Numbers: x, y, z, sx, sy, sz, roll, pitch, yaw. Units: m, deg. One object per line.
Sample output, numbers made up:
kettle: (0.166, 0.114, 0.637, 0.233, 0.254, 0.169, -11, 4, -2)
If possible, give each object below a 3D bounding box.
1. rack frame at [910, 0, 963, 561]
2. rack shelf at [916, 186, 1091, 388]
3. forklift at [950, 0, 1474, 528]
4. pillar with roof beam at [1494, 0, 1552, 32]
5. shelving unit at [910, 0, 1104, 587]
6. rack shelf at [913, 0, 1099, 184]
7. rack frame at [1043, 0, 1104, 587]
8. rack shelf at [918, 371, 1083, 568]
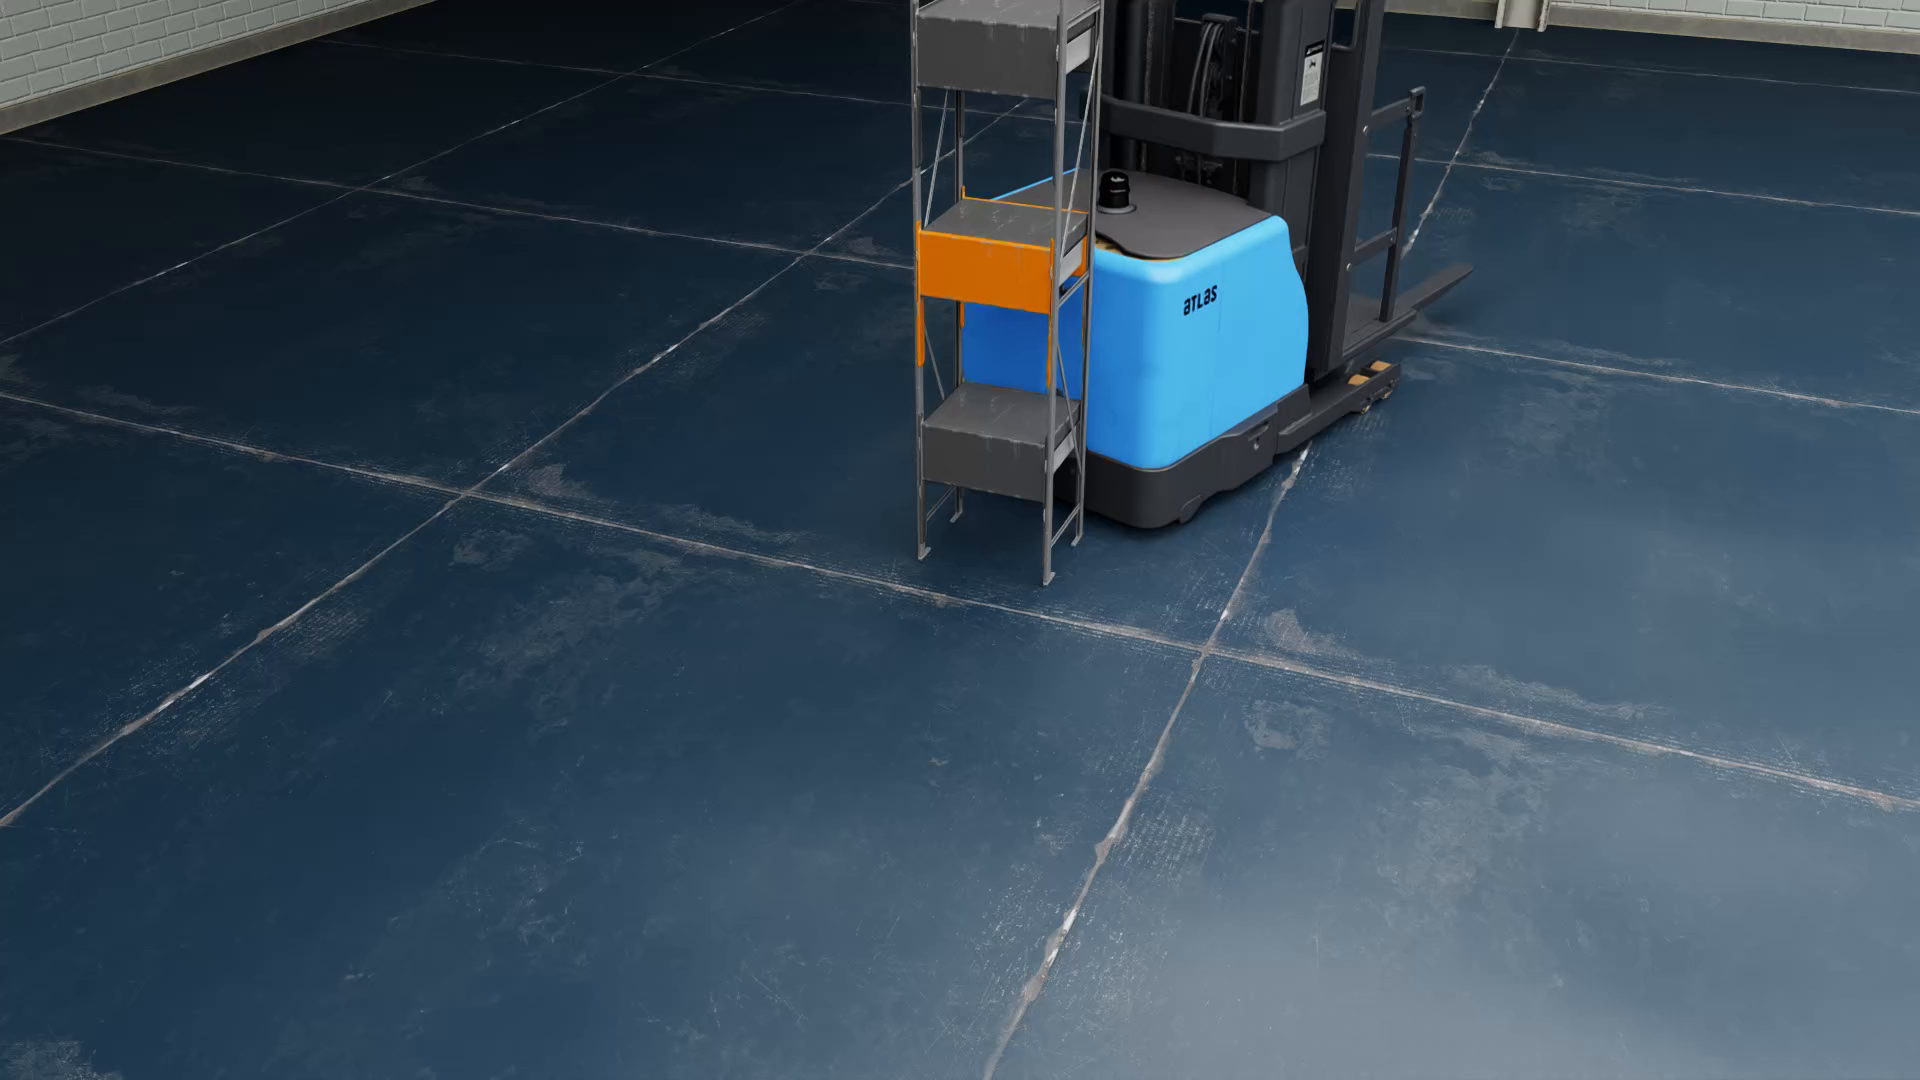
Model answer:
rack frame: (-0.073, -0.929, 5.759, 0.015, 2.100, 0.400, 11, 31, 19)
rack shelf: (0.153, -0.872, 5.686, 0.480, 0.518, 0.431, 11, 31, 19)
forklift: (1.295, -1.970, 6.756, 1.130, 2.935, 3.031, 23, 37, 34)
pillar with roof beam: (3.038, -6.224, 8.117, 0.400, 9.000, 9.100, 11, 31, 19)
shelving unit: (0.153, -0.883, 5.679, 0.503, 2.100, 0.431, 11, 31, 19)
rack shelf: (0.153, -1.481, 5.341, 0.480, 0.518, 0.431, 11, 31, 19)
rack frame: (0.379, -0.838, 5.599, 0.015, 2.100, 0.400, 11, 31, 19)
rack shelf: (0.153, -0.262, 6.030, 0.480, 0.518, 0.431, 11, 31, 19)
